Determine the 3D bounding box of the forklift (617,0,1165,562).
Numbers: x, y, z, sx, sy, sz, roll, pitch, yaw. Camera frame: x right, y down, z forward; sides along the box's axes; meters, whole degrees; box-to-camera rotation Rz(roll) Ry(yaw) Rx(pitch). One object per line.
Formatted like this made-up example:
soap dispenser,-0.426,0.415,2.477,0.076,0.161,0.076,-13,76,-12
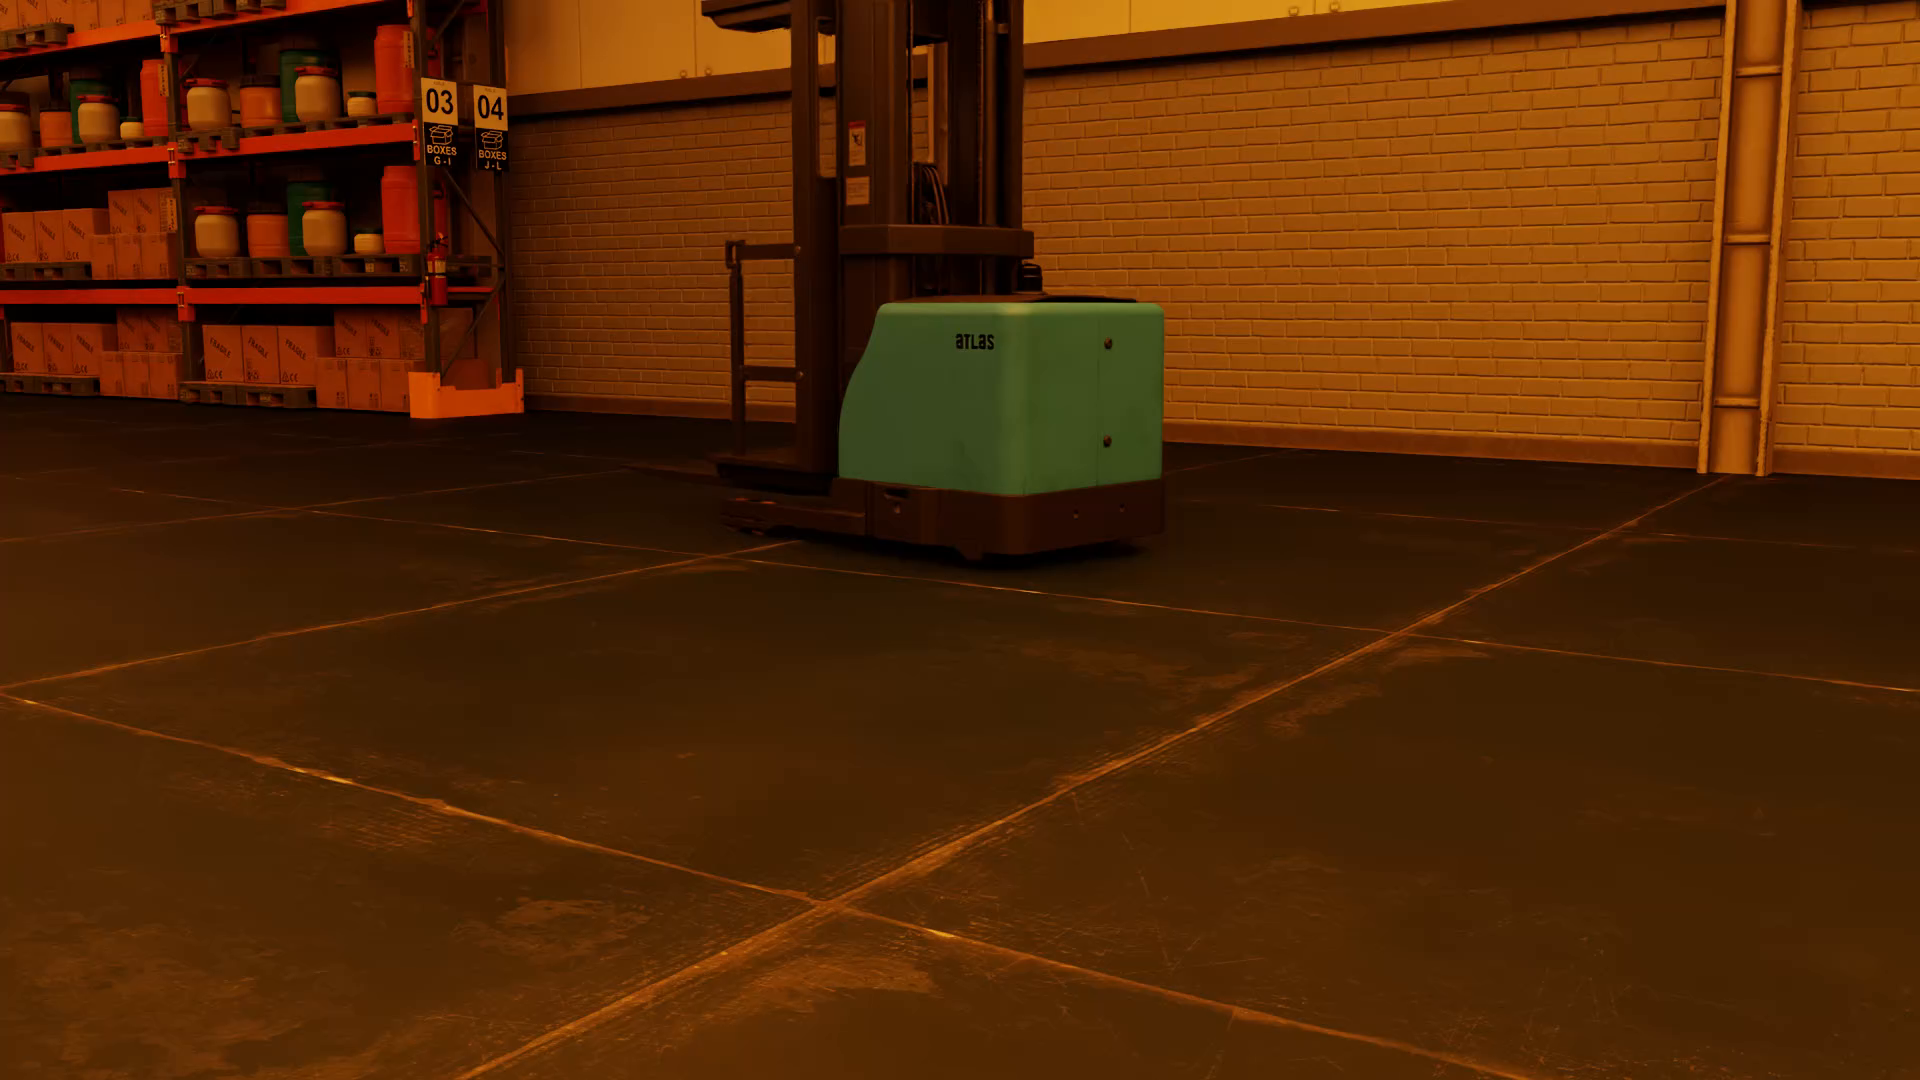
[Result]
forklift,-0.504,-1.515,7.843,3.031,2.935,1.130,8,11,44
